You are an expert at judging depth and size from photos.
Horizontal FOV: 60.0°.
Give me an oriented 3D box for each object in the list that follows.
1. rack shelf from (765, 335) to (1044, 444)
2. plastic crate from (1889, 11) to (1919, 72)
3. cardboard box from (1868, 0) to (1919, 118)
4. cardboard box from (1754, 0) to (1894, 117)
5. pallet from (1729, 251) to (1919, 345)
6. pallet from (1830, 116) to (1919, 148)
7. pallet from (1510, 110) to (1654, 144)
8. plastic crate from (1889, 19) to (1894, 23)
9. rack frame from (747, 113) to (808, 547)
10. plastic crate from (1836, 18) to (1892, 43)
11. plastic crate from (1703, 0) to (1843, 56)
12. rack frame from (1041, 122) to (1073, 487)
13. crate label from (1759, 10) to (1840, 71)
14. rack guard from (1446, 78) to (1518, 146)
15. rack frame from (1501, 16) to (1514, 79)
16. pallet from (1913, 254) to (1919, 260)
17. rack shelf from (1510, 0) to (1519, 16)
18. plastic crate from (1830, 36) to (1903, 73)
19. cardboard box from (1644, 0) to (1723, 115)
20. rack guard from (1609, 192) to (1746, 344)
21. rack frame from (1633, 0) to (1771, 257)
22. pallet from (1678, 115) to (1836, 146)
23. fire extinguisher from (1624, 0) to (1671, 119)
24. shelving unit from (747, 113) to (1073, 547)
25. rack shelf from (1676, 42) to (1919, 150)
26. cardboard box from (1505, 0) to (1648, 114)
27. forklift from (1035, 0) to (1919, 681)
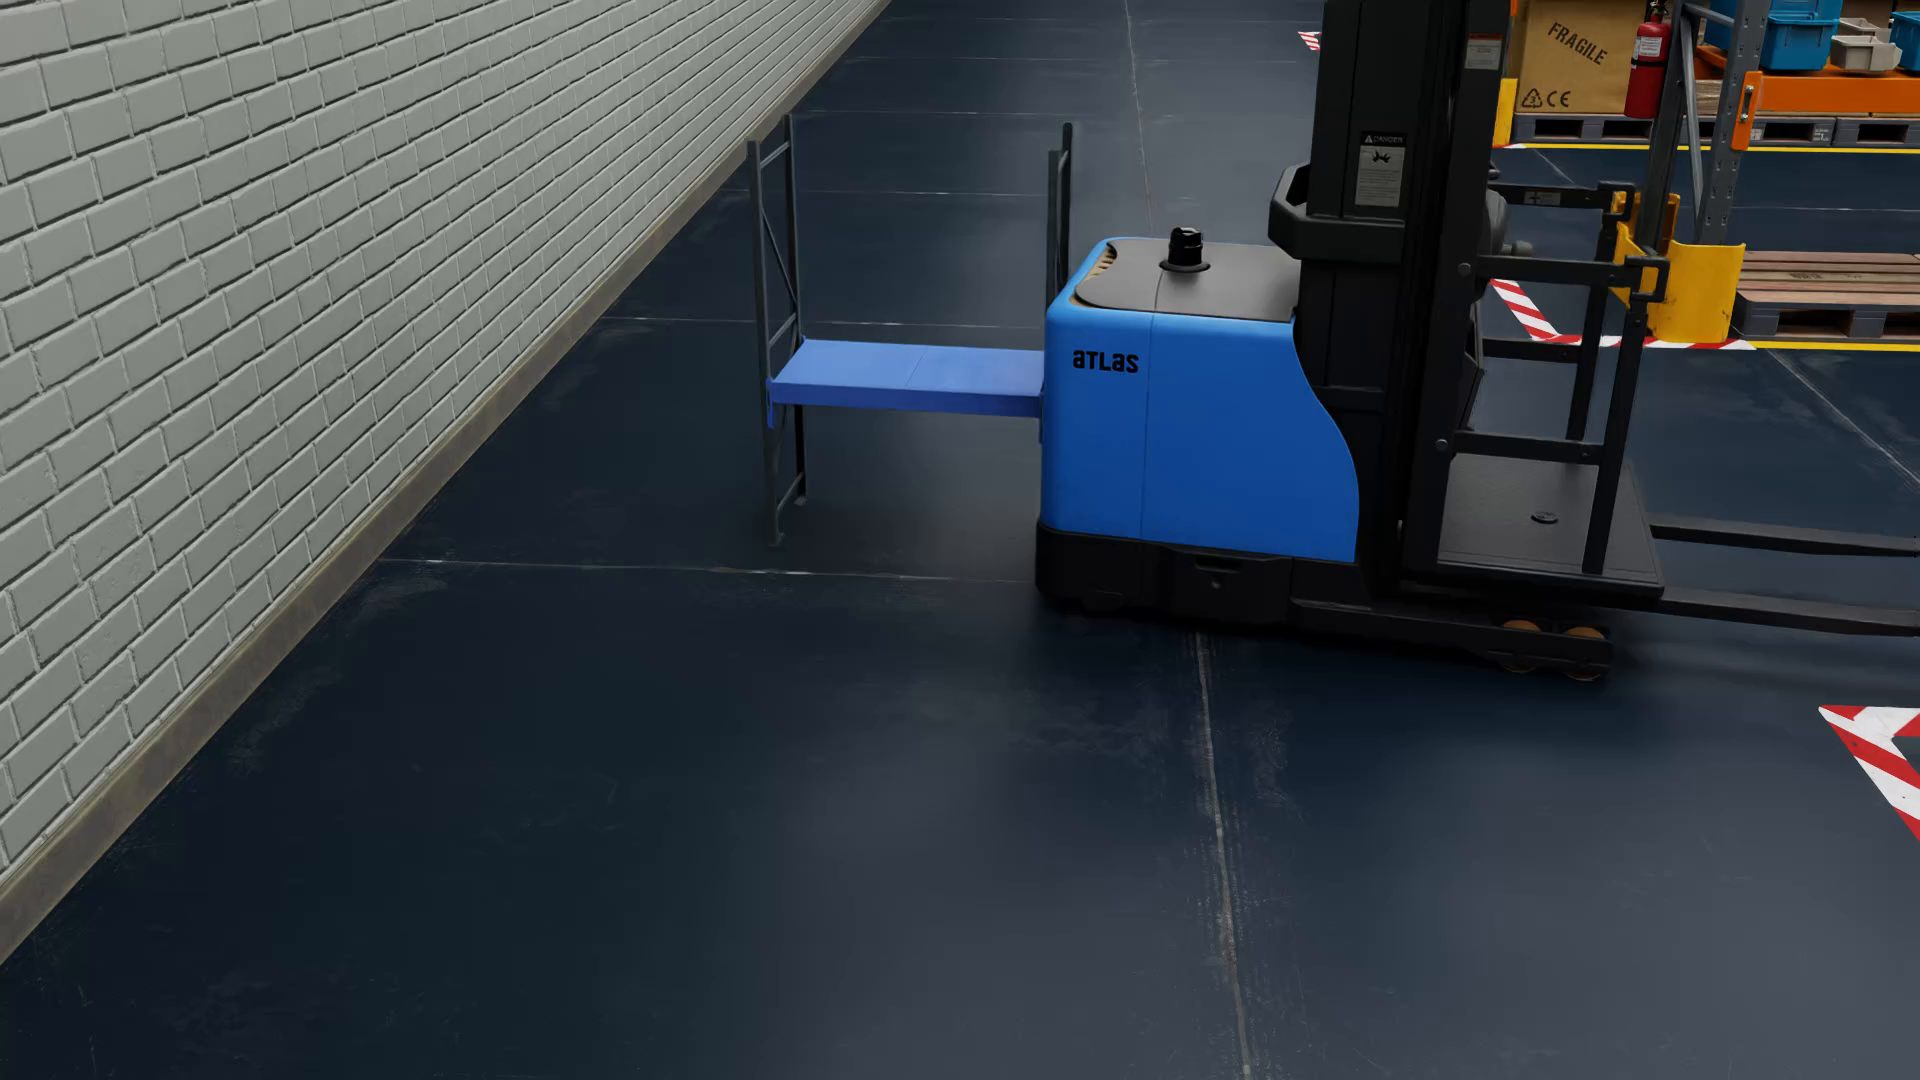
[{"bbox_3d":[-0.158,-0.561,6.106,1.000,0.185,0.538,4,25,8],"label":"rack shelf"},{"bbox_3d":[4.666,-2.391,7.986,0.300,0.233,0.416,2,25,4],"label":"plastic crate"},{"bbox_3d":[7.504,-3.822,13.008,0.875,0.875,0.875,2,25,4],"label":"cardboard box"},{"bbox_3d":[6.607,-3.851,13.070,0.875,0.875,0.875,2,25,4],"label":"cardboard box"},{"bbox_3d":[4.608,-1.297,8.815,1.213,0.211,1.003,2,25,4],"label":"pallet"},{"bbox_3d":[7.404,-3.332,13.240,1.213,0.211,1.003,2,25,4],"label":"pallet"},{"bbox_3d":[4.971,-3.410,13.409,1.213,0.211,1.003,2,25,4],"label":"pallet"},{"bbox_3d":[4.904,-2.548,8.442,0.243,0.136,0.396,2,25,4],"label":"plastic crate"},{"bbox_3d":[-0.660,-0.758,6.103,0.032,1.500,0.500,4,25,8],"label":"rack frame"},{"bbox_3d":[4.616,-2.563,8.475,0.243,0.136,0.396,2,25,4],"label":"plastic crate"},{"bbox_3d":[4.137,-2.716,8.451,0.499,0.435,0.616,2,25,4],"label":"plastic crate"},{"bbox_3d":[0.344,-0.691,5.958,0.032,1.500,0.500,4,25,8],"label":"rack frame"},{"bbox_3d":[4.010,-2.412,8.032,0.303,0.233,0.416,2,25,4],"label":"crate label"},{"bbox_3d":[4.144,-3.536,13.335,0.348,0.500,1.175,2,25,4],"label":"rack guard"},{"bbox_3d":[4.168,-4.670,12.811,0.127,3.000,1.000,2,25,4],"label":"rack frame"},{"bbox_3d":[5.821,-1.257,8.728,1.213,0.211,1.003,2,25,4],"label":"pallet"},{"bbox_3d":[6.162,-4.279,12.823,4.000,0.370,1.077,2,25,4],"label":"rack shelf"},{"bbox_3d":[4.323,-2.324,7.955,0.298,0.136,0.250,2,25,4],"label":"plastic crate"},{"bbox_3d":[5.719,-3.880,13.132,0.875,0.875,0.875,2,25,4],"label":"cardboard box"},{"bbox_3d":[3.764,-1.466,8.837,0.348,0.500,1.175,2,25,4],"label":"rack guard"},{"bbox_3d":[3.789,-2.606,8.325,0.127,3.000,1.000,2,25,4],"label":"rack frame"},{"bbox_3d":[6.184,-3.370,13.322,1.213,0.211,1.003,2,25,4],"label":"pallet"},{"bbox_3d":[3.673,-2.596,8.841,0.183,0.674,0.296,2,25,4],"label":"fire extinguisher"},{"bbox_3d":[-0.158,-0.725,6.031,1.048,1.500,0.538,4,25,8],"label":"shelving unit"},{"bbox_3d":[5.783,-2.215,8.336,4.000,0.370,1.077,2,25,4],"label":"rack shelf"},{"bbox_3d":[4.812,-3.909,13.196,0.875,0.875,0.875,2,25,4],"label":"cardboard box"},{"bbox_3d":[1.836,-1.132,5.203,3.031,2.935,1.130,6,25,14],"label":"forklift"}]
